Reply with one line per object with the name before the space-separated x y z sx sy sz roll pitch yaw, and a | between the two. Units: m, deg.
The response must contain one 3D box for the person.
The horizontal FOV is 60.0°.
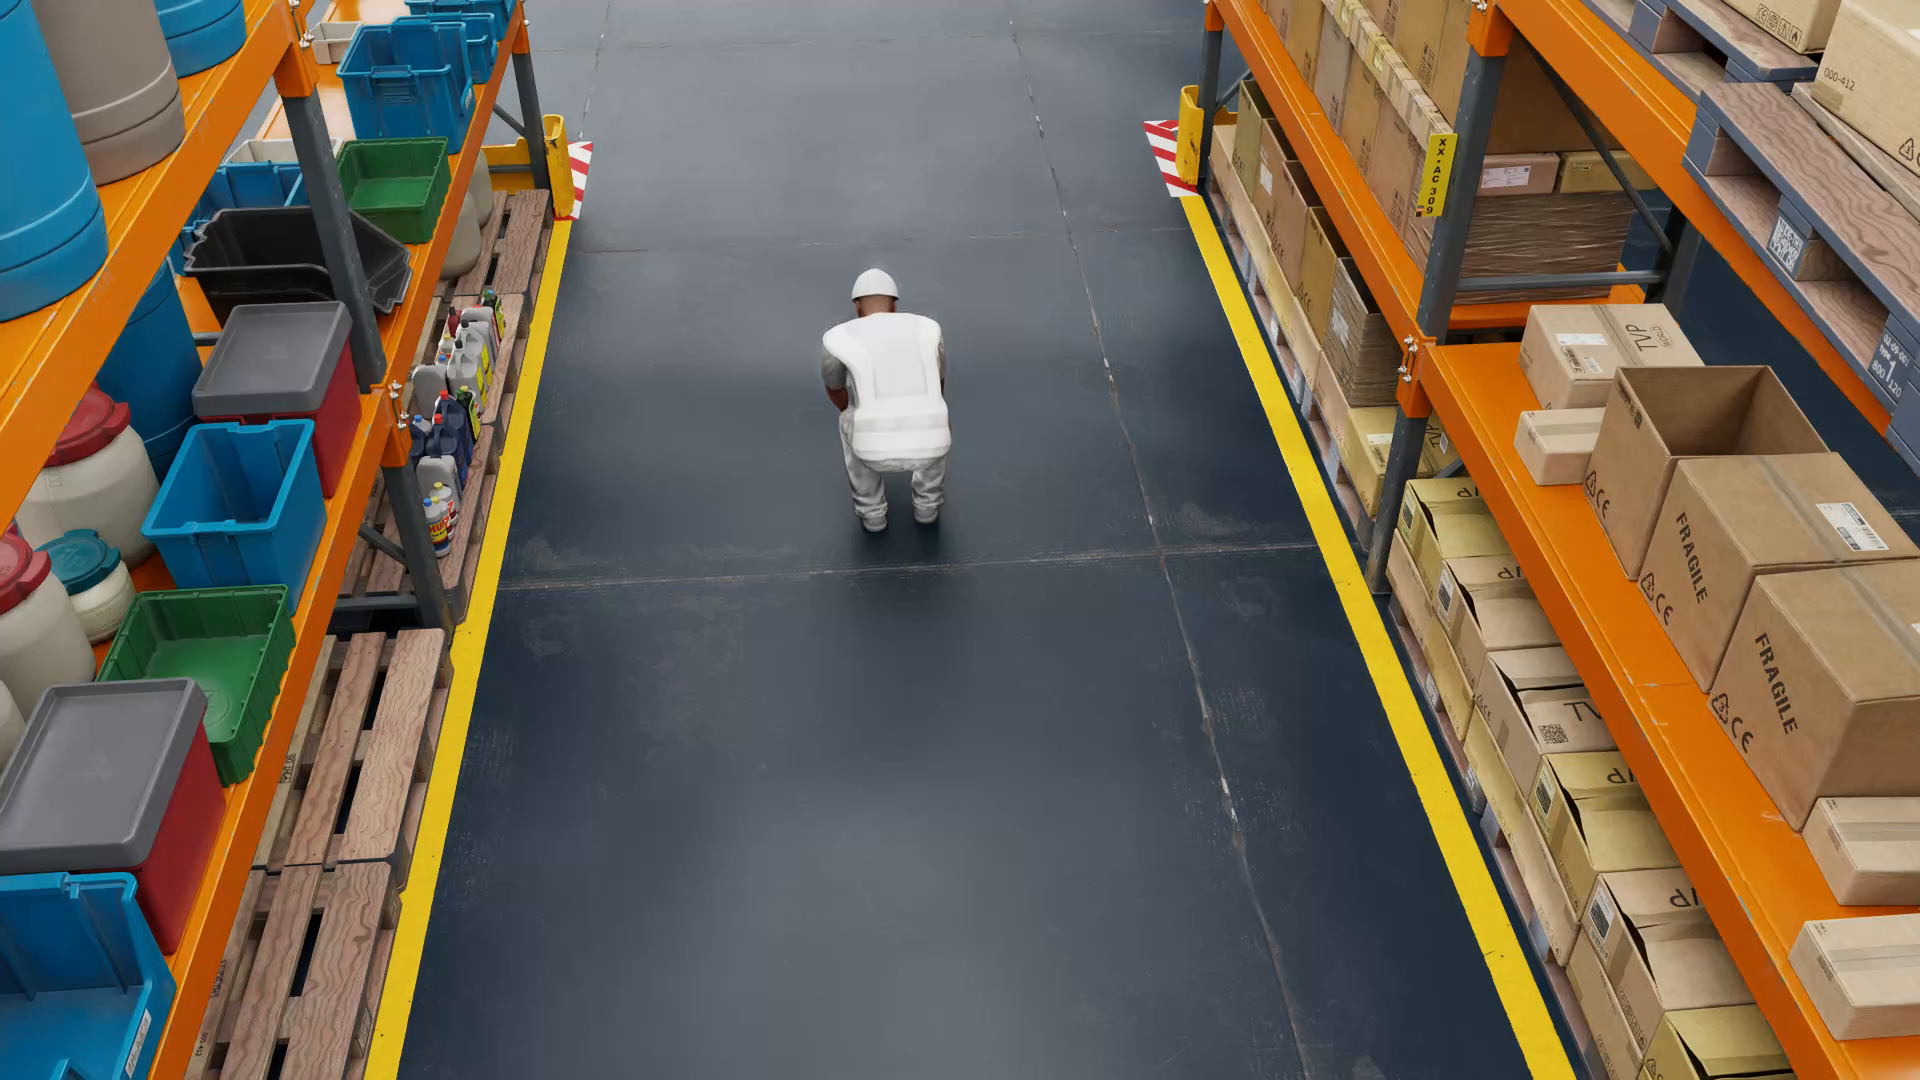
person | -0.327 -0.597 7.481 0.572 1.038 0.903 -3 39 -4
